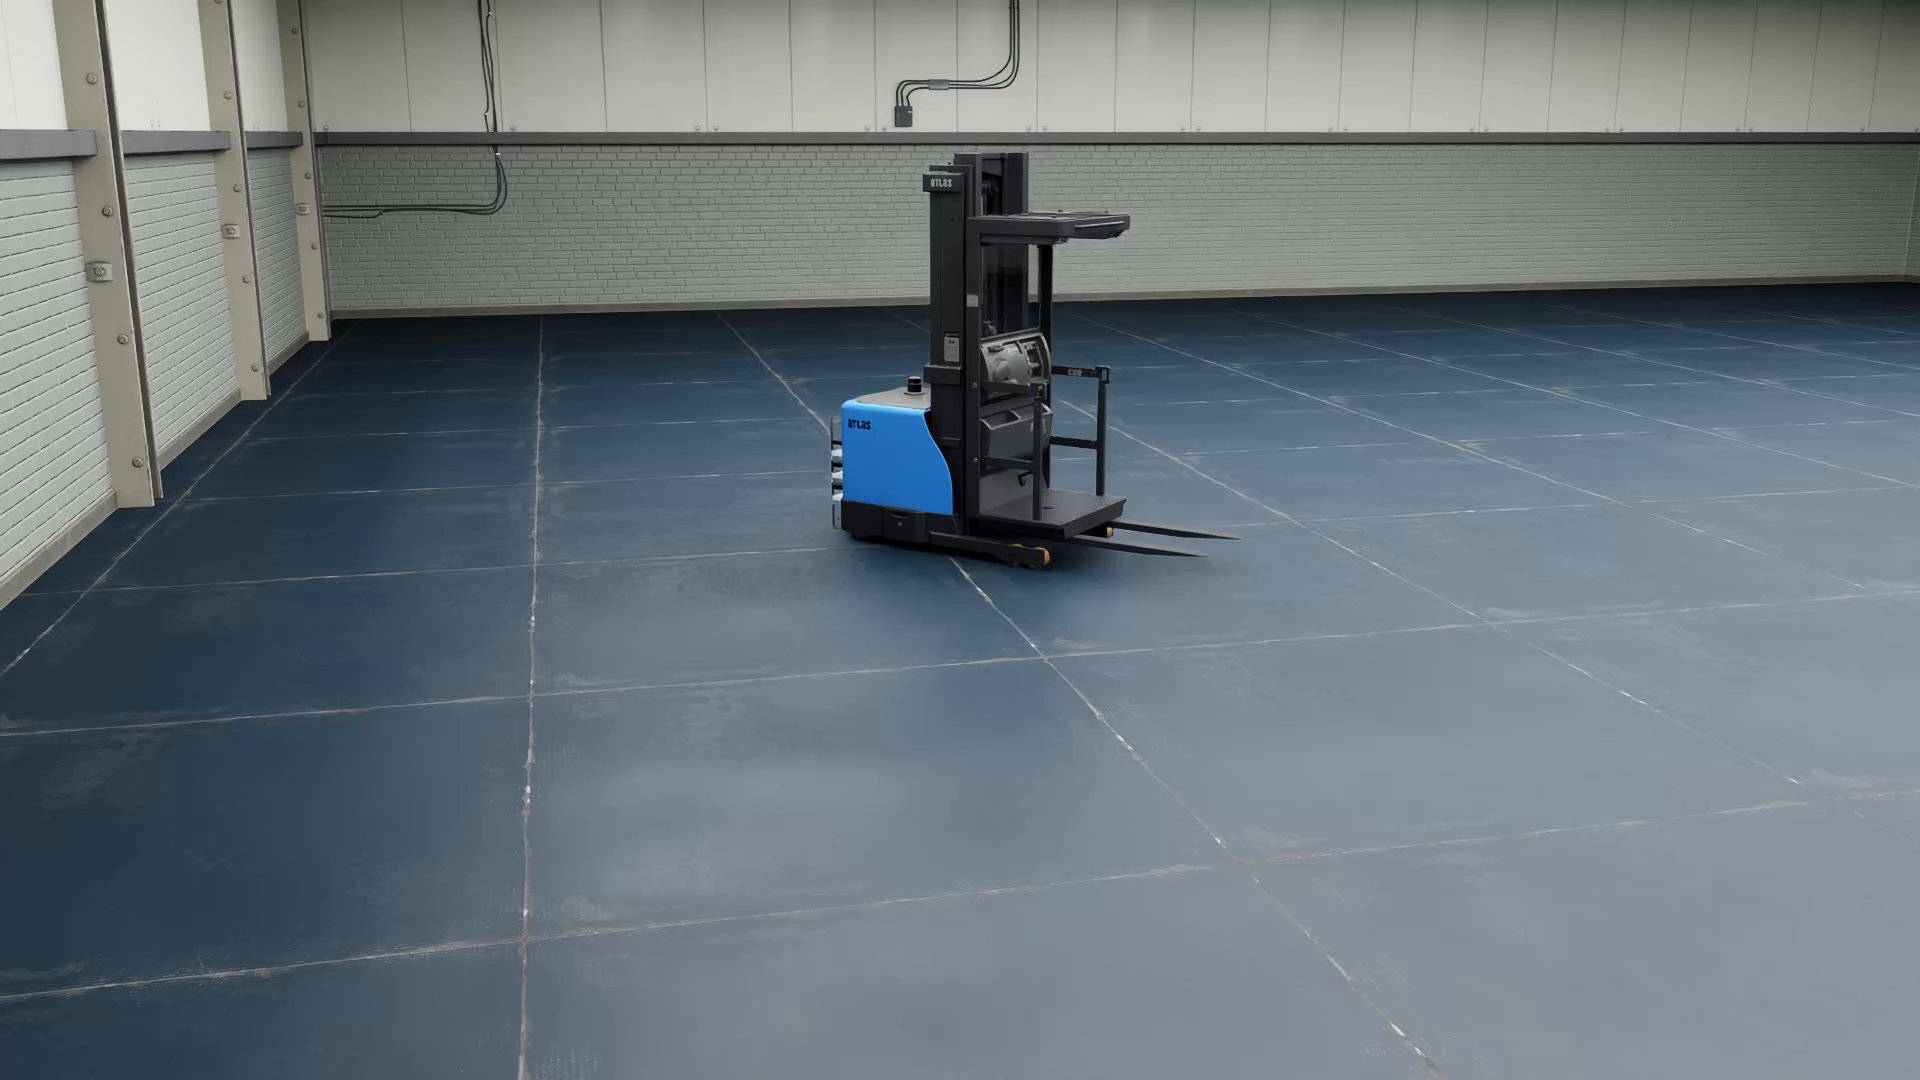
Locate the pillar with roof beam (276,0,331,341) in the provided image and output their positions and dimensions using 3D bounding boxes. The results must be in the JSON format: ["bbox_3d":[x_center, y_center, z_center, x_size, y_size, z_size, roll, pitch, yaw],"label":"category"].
[{"bbox_3d":[-5.673,-7.703,25.495,9.100,9.000,0.400,-3,14,-13],"label":"pillar with roof beam"}]

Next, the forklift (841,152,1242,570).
[{"bbox_3d":[0.594,-1.352,12.286,3.031,2.935,1.130,8,16,31],"label":"forklift"}]

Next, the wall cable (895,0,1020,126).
[{"bbox_3d":[-0.032,-10.394,29.343,2.305,6.003,0.169,-3,14,-13],"label":"wall cable"}]

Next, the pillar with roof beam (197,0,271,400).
[{"bbox_3d":[-4.263,-6.319,19.829,9.100,9.000,0.400,-3,14,-13],"label":"pillar with roof beam"}]

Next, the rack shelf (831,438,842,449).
[{"bbox_3d":[-0.867,-0.769,13.181,0.200,0.077,0.258,8,16,31],"label":"rack shelf"}]

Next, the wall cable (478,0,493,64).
[{"bbox_3d":[-6.634,-9.312,27.982,3.097,2.526,0.112,-3,14,-13],"label":"wall cable"}]

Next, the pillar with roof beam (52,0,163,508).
[{"bbox_3d":[-2.854,-4.934,14.164,9.100,9.000,0.400,-3,14,-13],"label":"pillar with roof beam"}]

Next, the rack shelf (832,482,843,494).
[{"bbox_3d":[-0.867,-0.419,13.267,0.200,0.077,0.258,8,16,31],"label":"rack shelf"}]

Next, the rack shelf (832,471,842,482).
[{"bbox_3d":[-0.867,-0.507,13.245,0.200,0.077,0.258,8,16,31],"label":"rack shelf"}]

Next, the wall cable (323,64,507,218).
[{"bbox_3d":[-9.264,-6.708,27.964,3.097,2.526,0.112,-3,14,-13],"label":"wall cable"}]

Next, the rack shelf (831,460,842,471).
[{"bbox_3d":[-0.867,-0.594,13.224,0.200,0.077,0.258,8,16,31],"label":"rack shelf"}]

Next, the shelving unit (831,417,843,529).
[{"bbox_3d":[-0.867,-0.539,13.237,0.210,0.900,0.258,8,16,31],"label":"shelving unit"}]

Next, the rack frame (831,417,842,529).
[{"bbox_3d":[-0.953,-0.552,13.290,0.006,0.900,0.240,8,16,31],"label":"rack frame"}]

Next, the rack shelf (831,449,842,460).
[{"bbox_3d":[-0.867,-0.681,13.202,0.200,0.077,0.258,8,16,31],"label":"rack shelf"}]

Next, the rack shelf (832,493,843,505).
[{"bbox_3d":[-0.867,-0.332,13.288,0.200,0.077,0.258,8,16,31],"label":"rack shelf"}]
